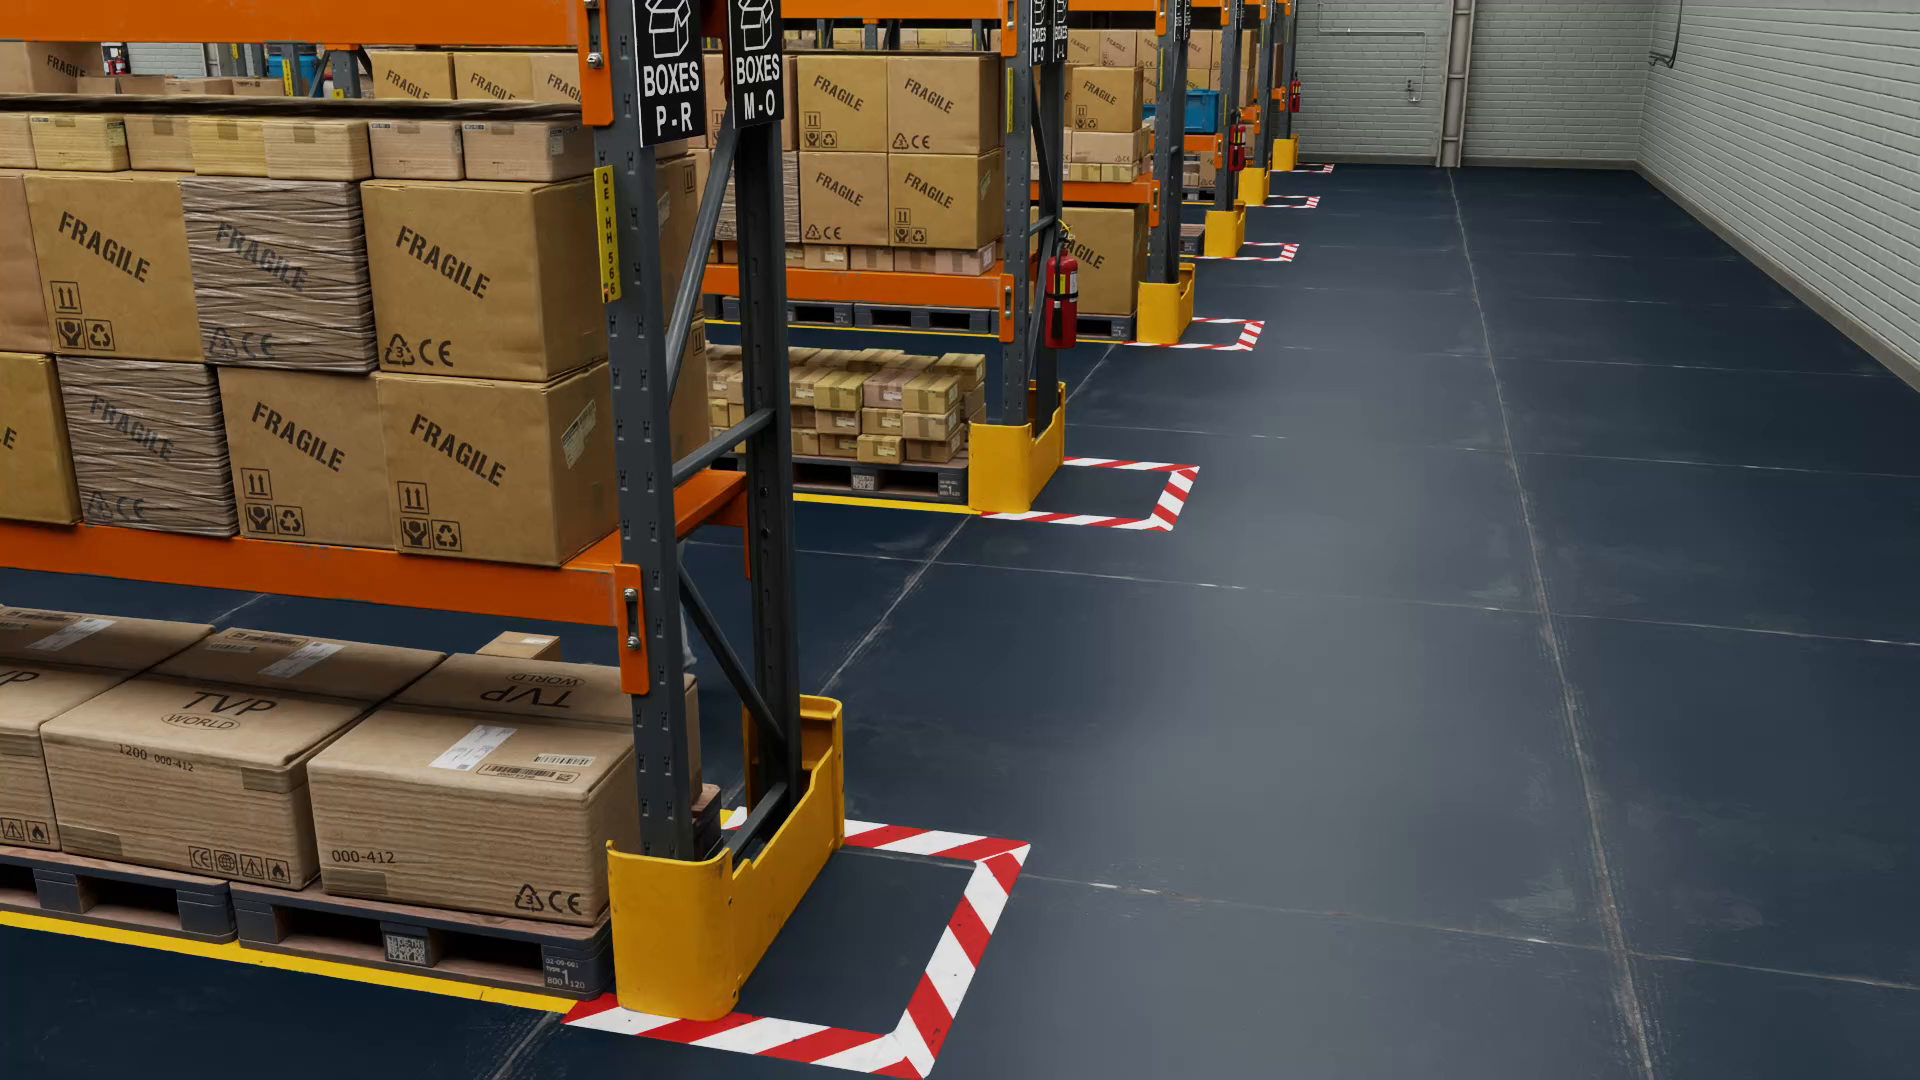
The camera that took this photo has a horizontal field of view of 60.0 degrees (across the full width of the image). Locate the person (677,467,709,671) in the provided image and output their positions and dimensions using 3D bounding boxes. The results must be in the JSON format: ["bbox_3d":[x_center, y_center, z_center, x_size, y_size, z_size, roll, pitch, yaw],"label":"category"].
[{"bbox_3d":[-1.283,-0.138,6.565,0.595,1.801,0.551,1,18,4],"label":"person"}]
